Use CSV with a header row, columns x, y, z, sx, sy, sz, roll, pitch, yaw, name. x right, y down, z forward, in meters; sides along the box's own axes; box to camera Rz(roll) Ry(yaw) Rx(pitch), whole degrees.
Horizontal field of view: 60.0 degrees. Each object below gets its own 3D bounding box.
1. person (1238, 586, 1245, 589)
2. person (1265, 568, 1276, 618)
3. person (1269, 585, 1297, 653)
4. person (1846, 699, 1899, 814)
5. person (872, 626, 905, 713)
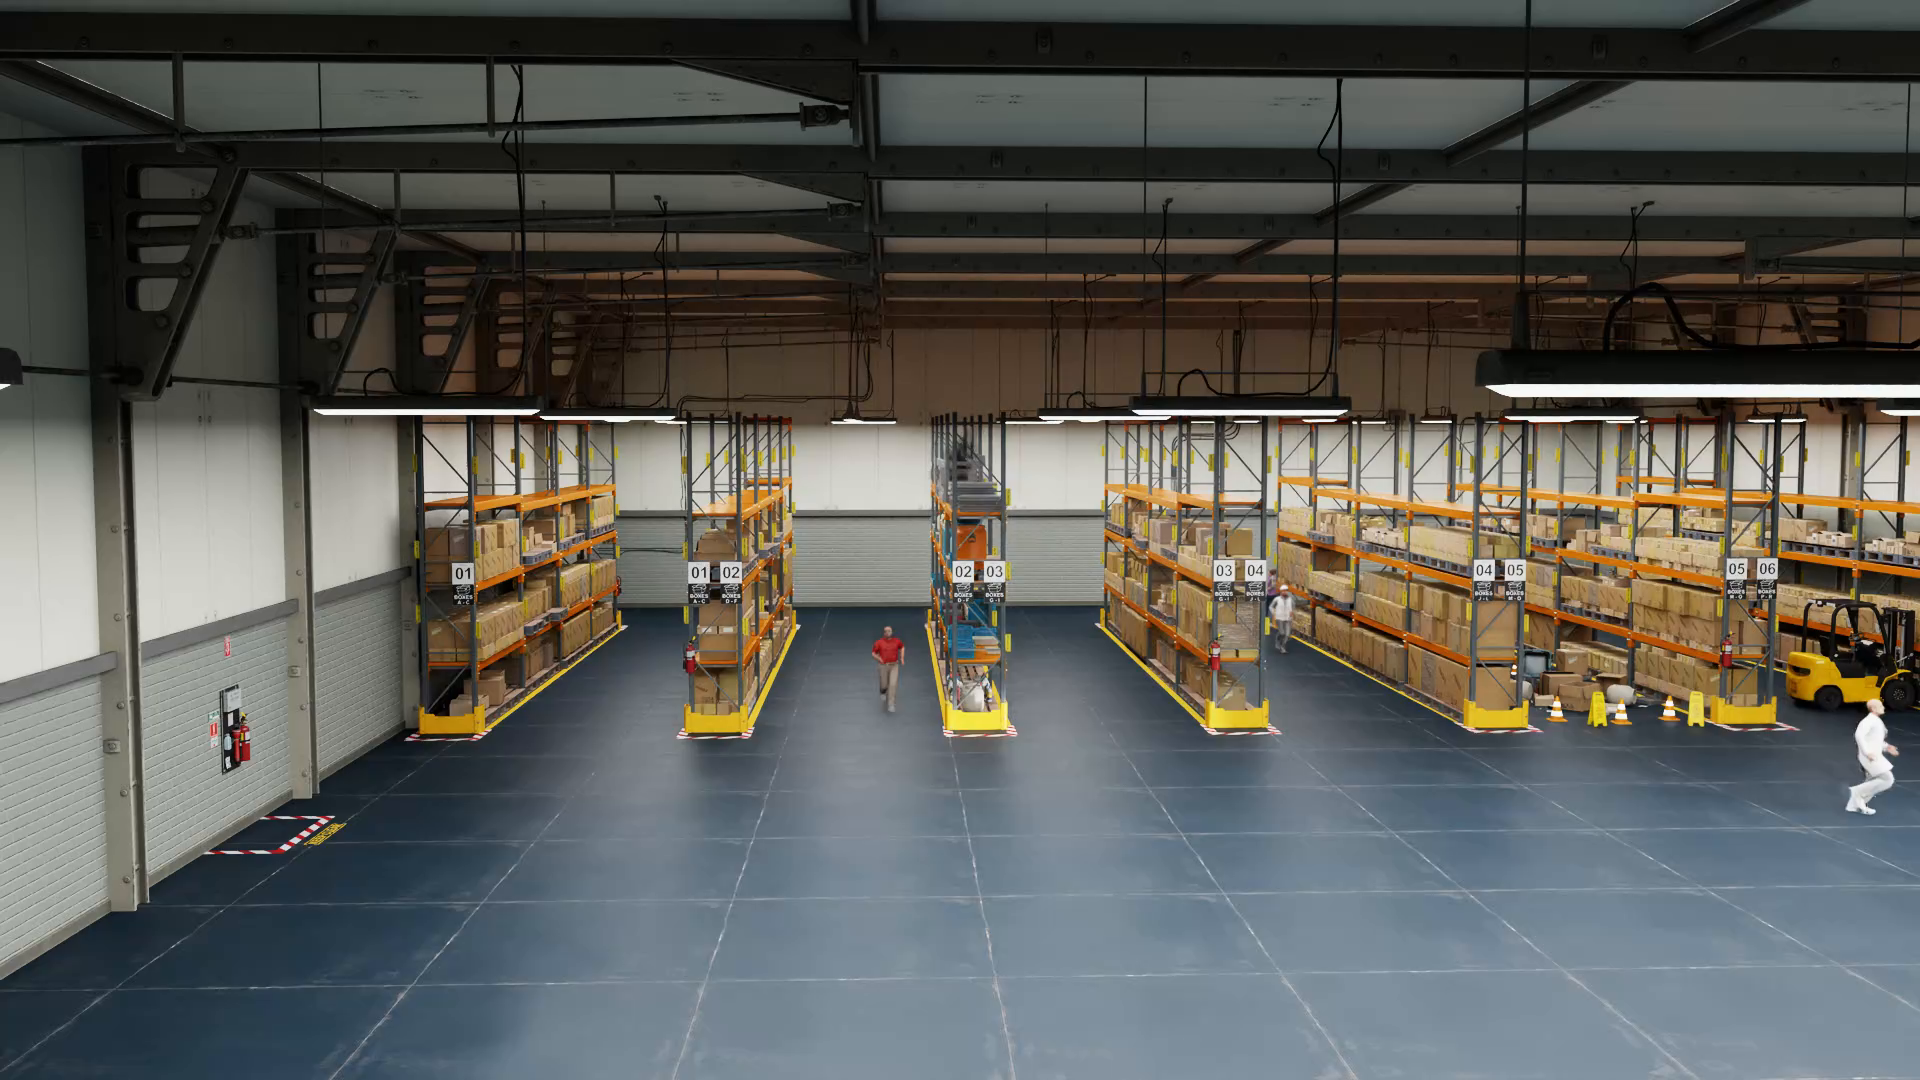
x,y,z,sx,sy,sz,roll,pitch,yaw,name
7.836,1.690,46.680,0.702,1.714,0.670,0,4,6,person
9.176,1.618,48.896,0.743,1.589,0.560,0,4,-5,person
8.173,2.006,41.921,0.657,1.729,0.575,0,4,-3,person
13.467,3.198,24.526,0.653,1.715,0.660,2,5,31,person
-1.433,2.584,33.585,0.678,1.693,0.992,0,4,-7,person
